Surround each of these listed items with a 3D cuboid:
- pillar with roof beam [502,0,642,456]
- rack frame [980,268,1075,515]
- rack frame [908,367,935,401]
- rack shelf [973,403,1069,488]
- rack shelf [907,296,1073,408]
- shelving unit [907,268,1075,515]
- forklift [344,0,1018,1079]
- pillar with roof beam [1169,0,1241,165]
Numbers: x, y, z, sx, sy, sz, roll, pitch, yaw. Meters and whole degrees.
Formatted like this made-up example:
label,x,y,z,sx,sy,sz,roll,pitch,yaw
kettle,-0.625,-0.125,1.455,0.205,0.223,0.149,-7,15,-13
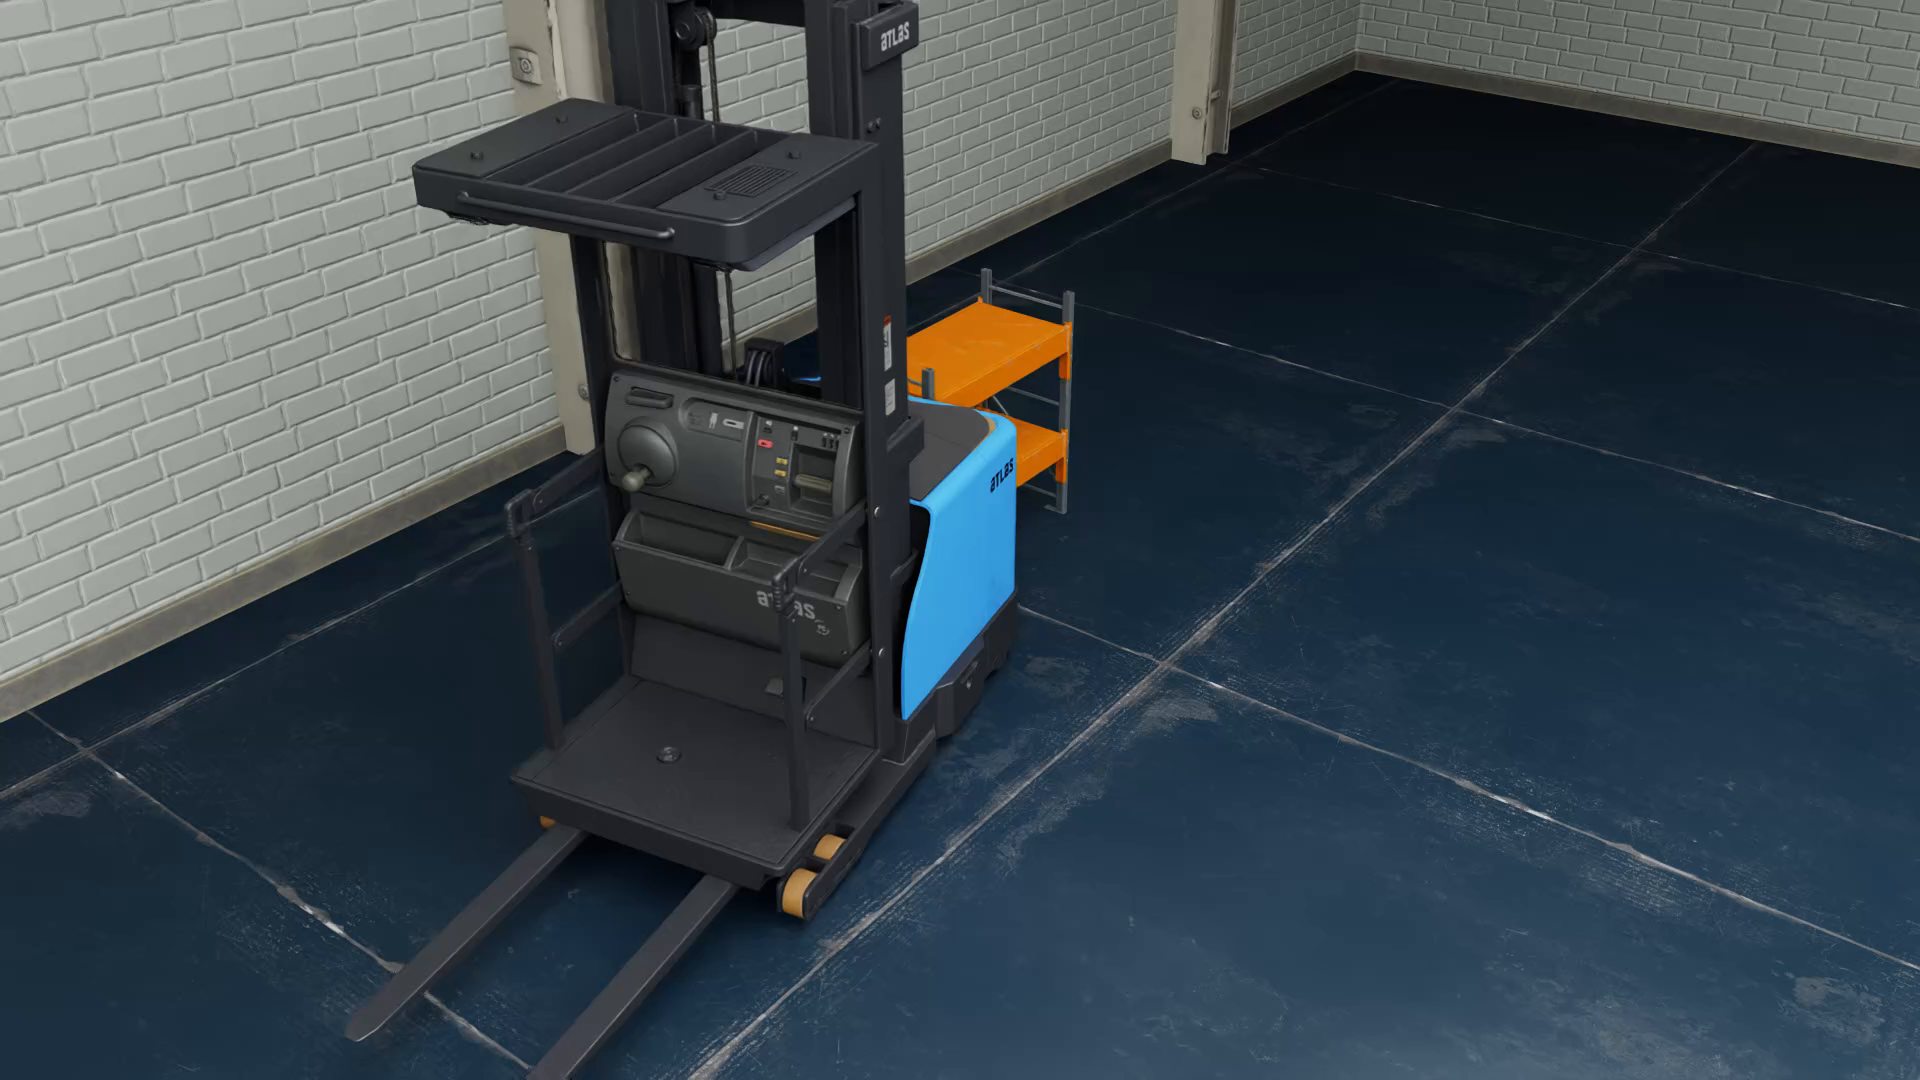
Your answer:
label,x,y,z,sx,sy,sz,roll,pitch,yaw
pillar with roof beam,1.630,-3.054,4.076,9.100,9.000,0.400,21,37,31
rack frame,0.303,-0.688,7.807,0.500,1.125,0.032,21,37,31
rack frame,-0.311,-0.275,7.110,0.500,1.125,0.032,21,37,31
rack shelf,-0.004,-0.271,7.583,0.538,0.278,1.000,21,37,31
rack shelf,-0.004,-0.733,7.309,0.538,0.278,1.000,21,37,31
shelving unit,-0.004,-0.481,7.459,0.538,1.125,1.048,21,37,31
forklift,-0.854,-0.242,5.284,1.130,2.935,3.031,14,33,22
pillar with roof beam,5.252,-5.493,8.191,9.100,9.000,0.400,21,37,31
